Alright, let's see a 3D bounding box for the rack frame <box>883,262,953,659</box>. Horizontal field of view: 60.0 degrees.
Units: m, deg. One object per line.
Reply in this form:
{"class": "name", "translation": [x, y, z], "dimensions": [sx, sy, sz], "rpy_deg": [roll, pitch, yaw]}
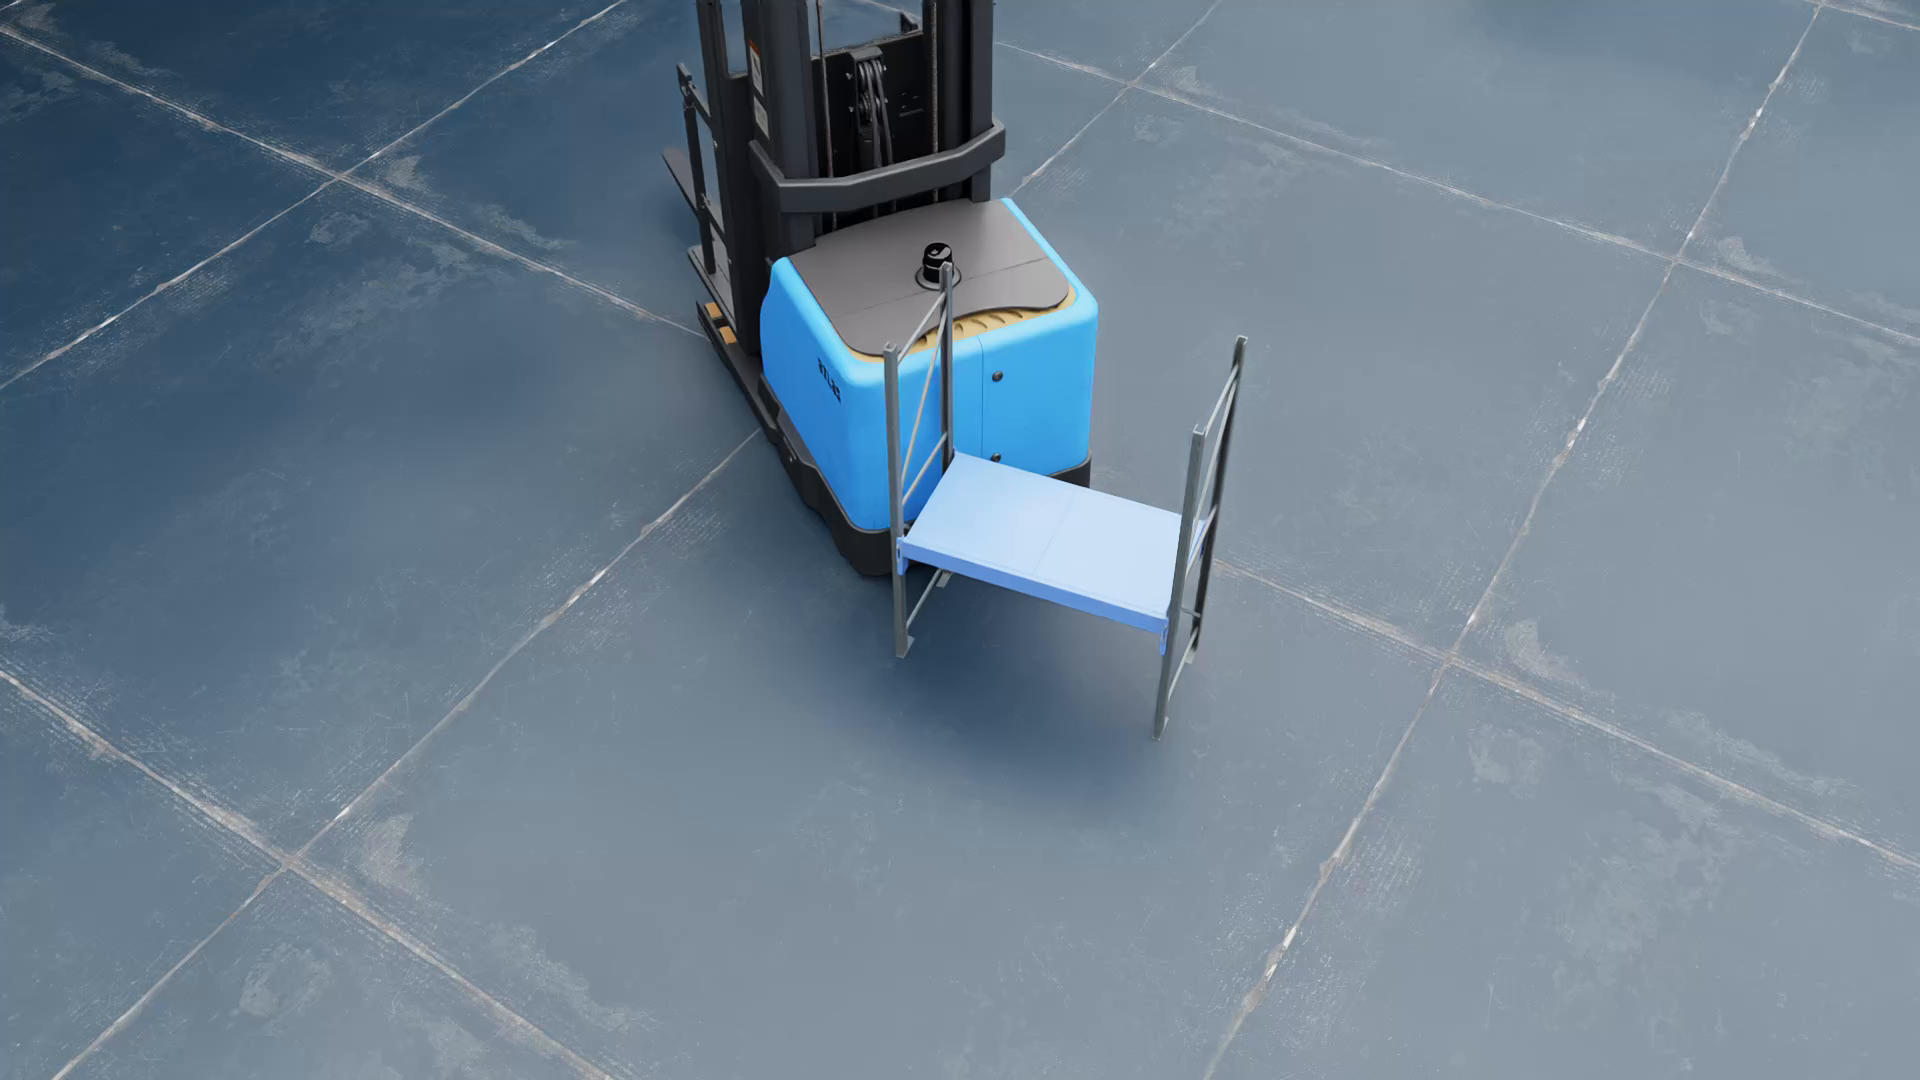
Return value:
{"class": "rack frame", "translation": [-0.134, -0.240, 5.937], "dimensions": [0.032, 1.500, 0.500], "rpy_deg": [17, 48, 15]}

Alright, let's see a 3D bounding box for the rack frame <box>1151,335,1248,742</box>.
{"class": "rack frame", "translation": [0.806, 0.039, 5.666], "dimensions": [0.032, 1.500, 0.500], "rpy_deg": [17, 48, 15]}

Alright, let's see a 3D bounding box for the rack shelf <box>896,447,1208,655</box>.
{"class": "rack shelf", "translation": [0.336, 0.025, 5.931], "dimensions": [1.000, 0.185, 0.538], "rpy_deg": [17, 48, 15]}

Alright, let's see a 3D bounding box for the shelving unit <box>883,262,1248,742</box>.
{"class": "shelving unit", "translation": [0.336, -0.100, 5.802], "dimensions": [1.048, 1.500, 0.538], "rpy_deg": [17, 48, 15]}

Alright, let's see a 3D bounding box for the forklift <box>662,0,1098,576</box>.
{"class": "forklift", "translation": [-0.551, -1.949, 6.600], "dimensions": [1.130, 2.935, 3.031], "rpy_deg": [-18, 49, -17]}
